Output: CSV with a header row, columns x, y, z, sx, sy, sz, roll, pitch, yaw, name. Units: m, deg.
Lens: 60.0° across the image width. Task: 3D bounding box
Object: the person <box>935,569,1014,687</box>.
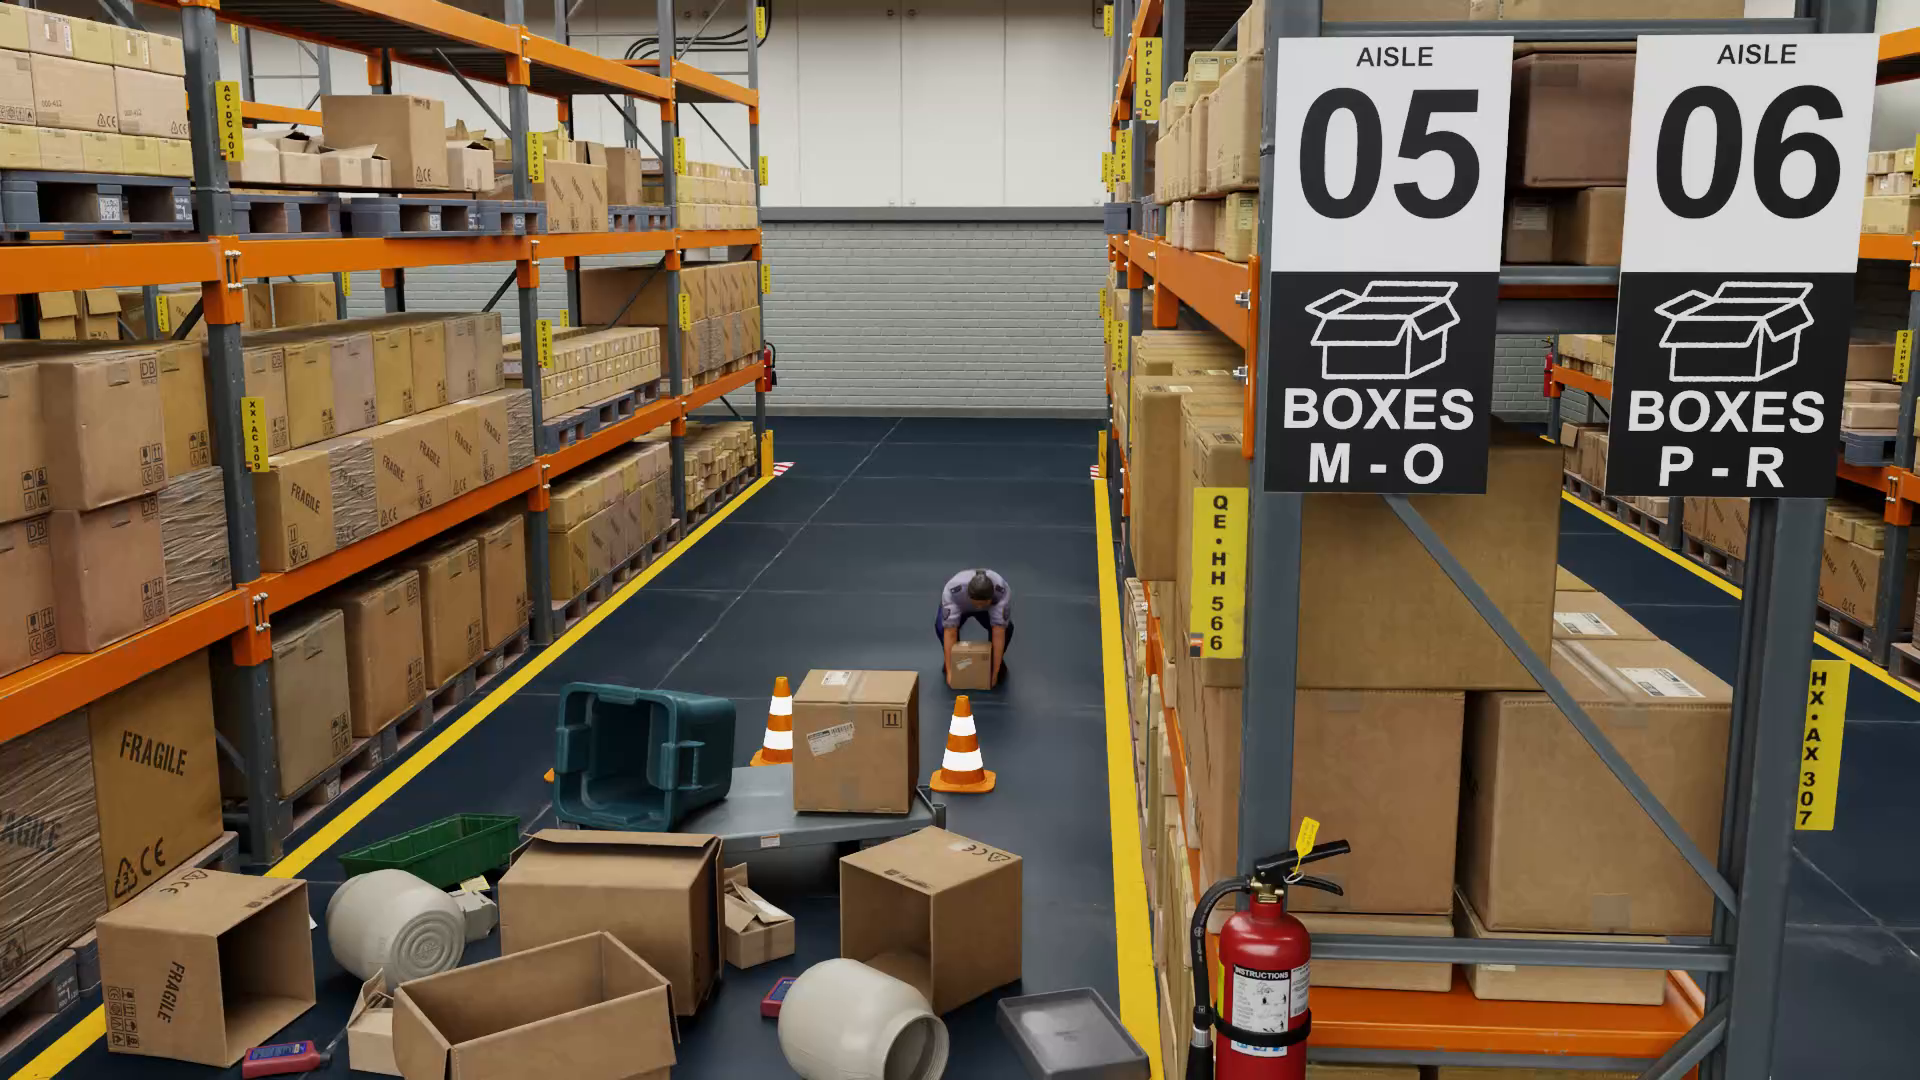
x,y,z,sx,sy,sz,roll,pitch,yaw,name
0.092,0.522,10.744,0.507,0.786,0.864,0,11,1,person
